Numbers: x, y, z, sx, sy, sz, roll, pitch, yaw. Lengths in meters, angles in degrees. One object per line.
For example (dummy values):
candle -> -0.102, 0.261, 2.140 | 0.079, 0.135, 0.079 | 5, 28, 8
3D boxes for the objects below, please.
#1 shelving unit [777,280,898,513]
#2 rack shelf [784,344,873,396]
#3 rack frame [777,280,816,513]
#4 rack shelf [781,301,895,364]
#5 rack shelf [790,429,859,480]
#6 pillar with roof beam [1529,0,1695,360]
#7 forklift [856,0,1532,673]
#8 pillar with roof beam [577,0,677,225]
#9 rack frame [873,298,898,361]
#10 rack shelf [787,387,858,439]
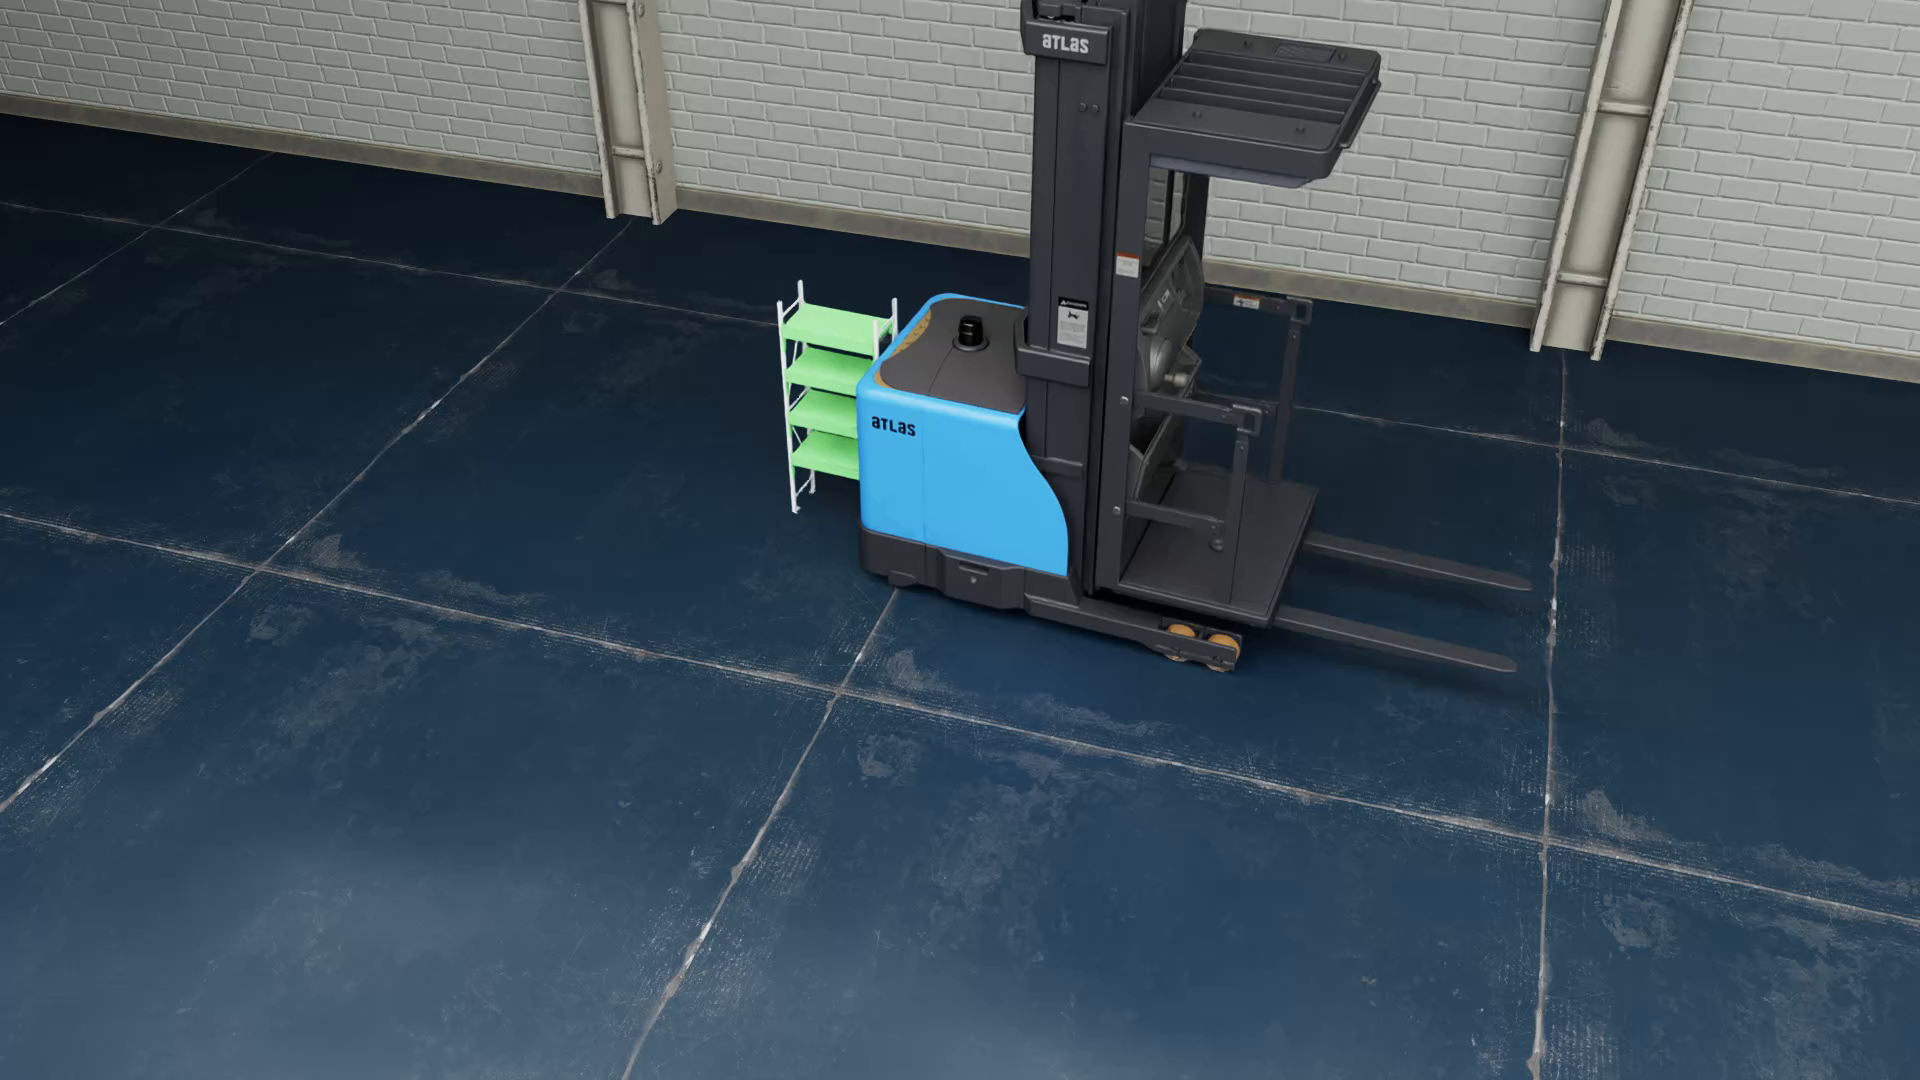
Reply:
shelving unit -> -0.572, -0.633, 8.097 | 0.503, 1.200, 0.258 | 13, 38, 17
rack shelf -> -0.572, -0.775, 7.993 | 0.480, 0.148, 0.258 | 13, 38, 17
rack frame -> -0.799, -0.686, 8.169 | 0.015, 1.200, 0.240 | 13, 38, 17
rack shelf -> -0.572, -0.968, 7.851 | 0.480, 0.148, 0.258 | 13, 38, 17
rack shelf -> -0.572, -0.388, 8.278 | 0.480, 0.148, 0.258 | 13, 38, 17
pillar with roof beam -> 2.294, -2.353, 3.856 | 0.400, 9.000, 9.100 | 10, 38, 14
forklift -> 1.088, -0.950, 7.067 | 3.031, 2.935, 1.130 | 13, 38, 17
pillar with roof beam -> -3.433, -3.414, 5.297 | 0.400, 9.000, 9.100 | 10, 38, 14
rack frame -> -0.345, -0.580, 8.026 | 0.015, 1.200, 0.240 | 13, 38, 17
rack shelf -> -0.572, -0.581, 8.135 | 0.480, 0.148, 0.258 | 13, 38, 17
